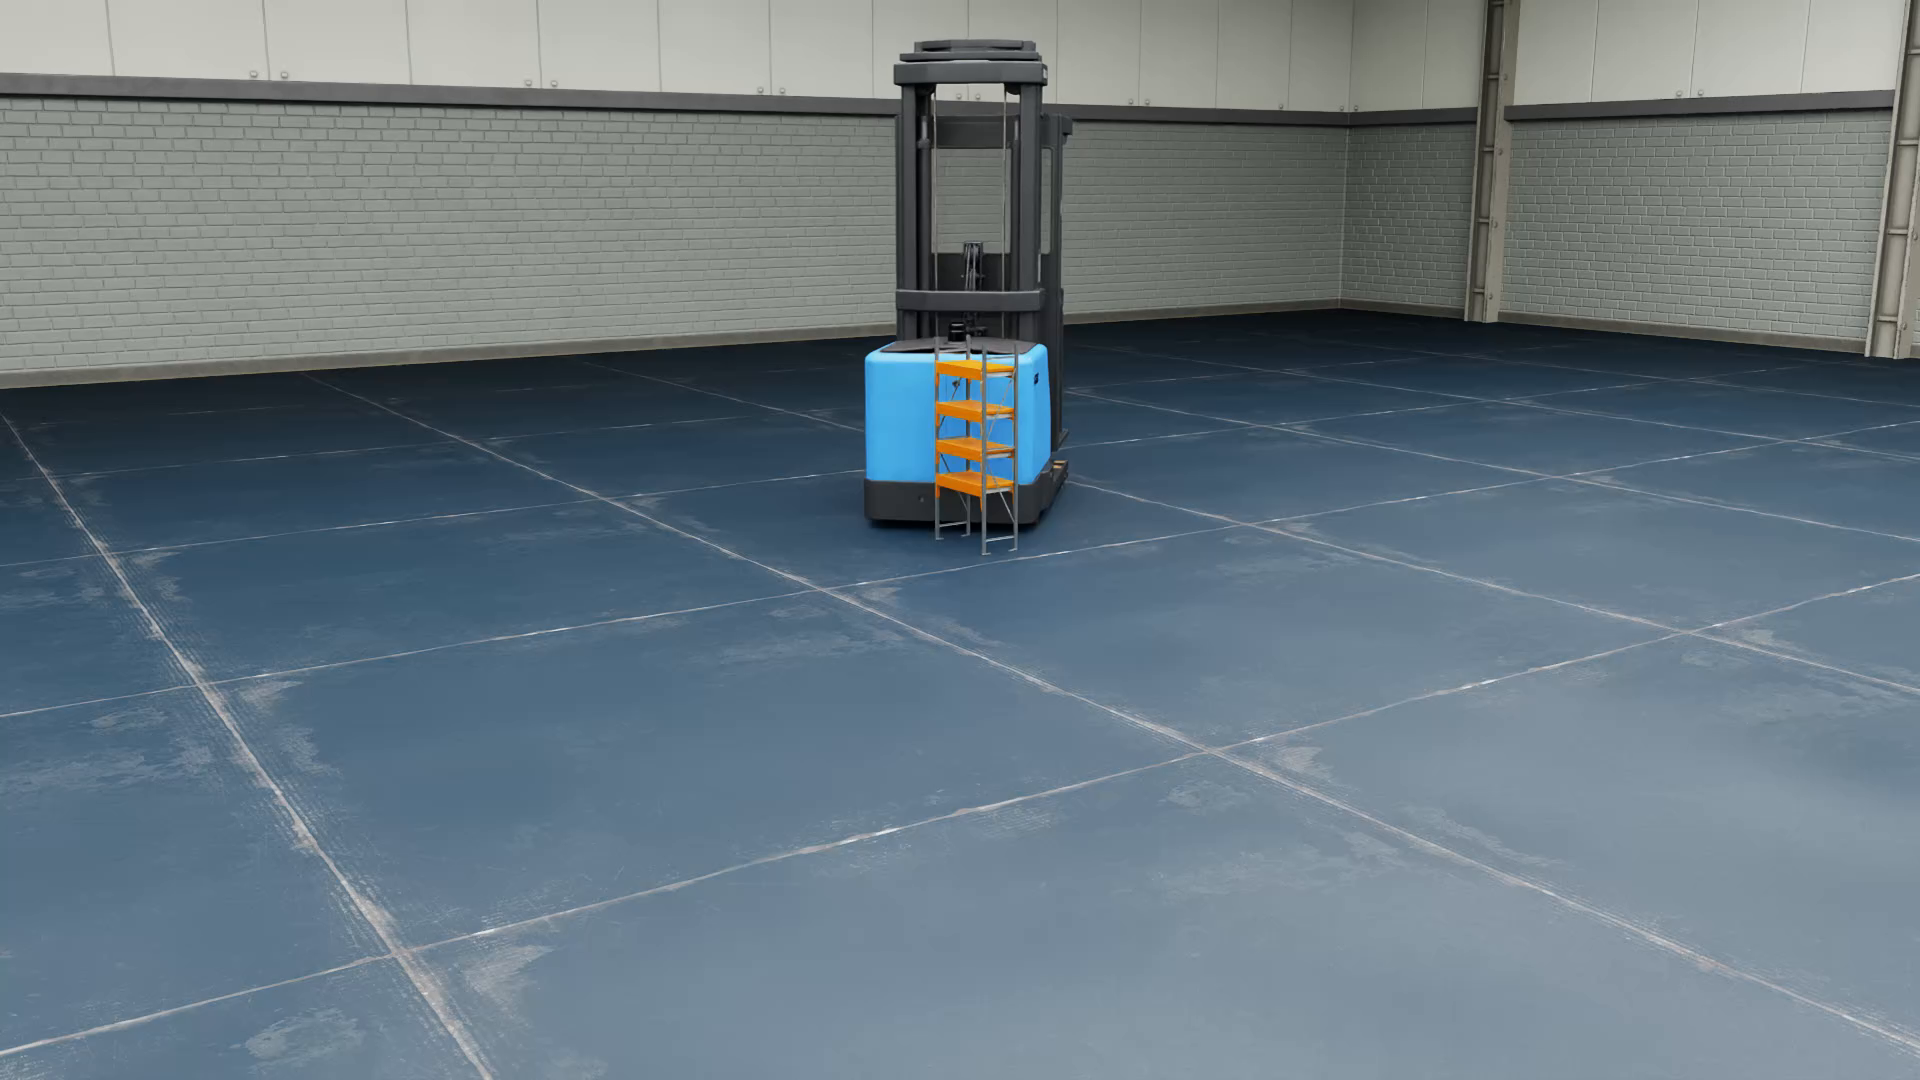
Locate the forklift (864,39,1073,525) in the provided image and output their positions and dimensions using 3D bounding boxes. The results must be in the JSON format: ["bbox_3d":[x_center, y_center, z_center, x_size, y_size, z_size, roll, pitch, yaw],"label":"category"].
[{"bbox_3d":[0.161,-1.790,11.184,1.130,2.935,3.031,2,12,9],"label":"forklift"}]

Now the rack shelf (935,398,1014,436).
[{"bbox_3d":[0.092,-0.710,9.566,0.258,0.148,0.480,-8,15,-33],"label":"rack shelf"}]

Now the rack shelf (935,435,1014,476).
[{"bbox_3d":[0.092,-0.491,9.613,0.258,0.148,0.480,-8,15,-33],"label":"rack shelf"}]

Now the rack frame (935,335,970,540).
[{"bbox_3d":[-0.043,-0.600,9.797,0.240,1.200,0.015,-8,15,-33],"label":"rack frame"}]

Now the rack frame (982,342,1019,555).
[{"bbox_3d":[0.227,-0.513,9.401,0.240,1.200,0.015,-8,15,-33],"label":"rack frame"}]

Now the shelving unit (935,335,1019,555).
[{"bbox_3d":[0.092,-0.557,9.599,0.258,1.200,0.503,-8,15,-33],"label":"shelving unit"}]

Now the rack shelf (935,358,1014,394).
[{"bbox_3d":[0.092,-0.941,9.515,0.258,0.148,0.480,-8,15,-33],"label":"rack shelf"}]

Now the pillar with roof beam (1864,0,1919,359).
[{"bbox_3d":[7.500,-6.076,16.583,9.100,9.000,0.400,-8,15,-33],"label":"pillar with roof beam"}]

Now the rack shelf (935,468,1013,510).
[{"bbox_3d":[0.092,-0.297,9.656,0.258,0.148,0.480,-8,15,-33],"label":"rack shelf"}]

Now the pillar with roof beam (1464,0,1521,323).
[{"bbox_3d":[4.176,-7.143,21.462,9.100,9.000,0.400,-8,15,-33],"label":"pillar with roof beam"}]
